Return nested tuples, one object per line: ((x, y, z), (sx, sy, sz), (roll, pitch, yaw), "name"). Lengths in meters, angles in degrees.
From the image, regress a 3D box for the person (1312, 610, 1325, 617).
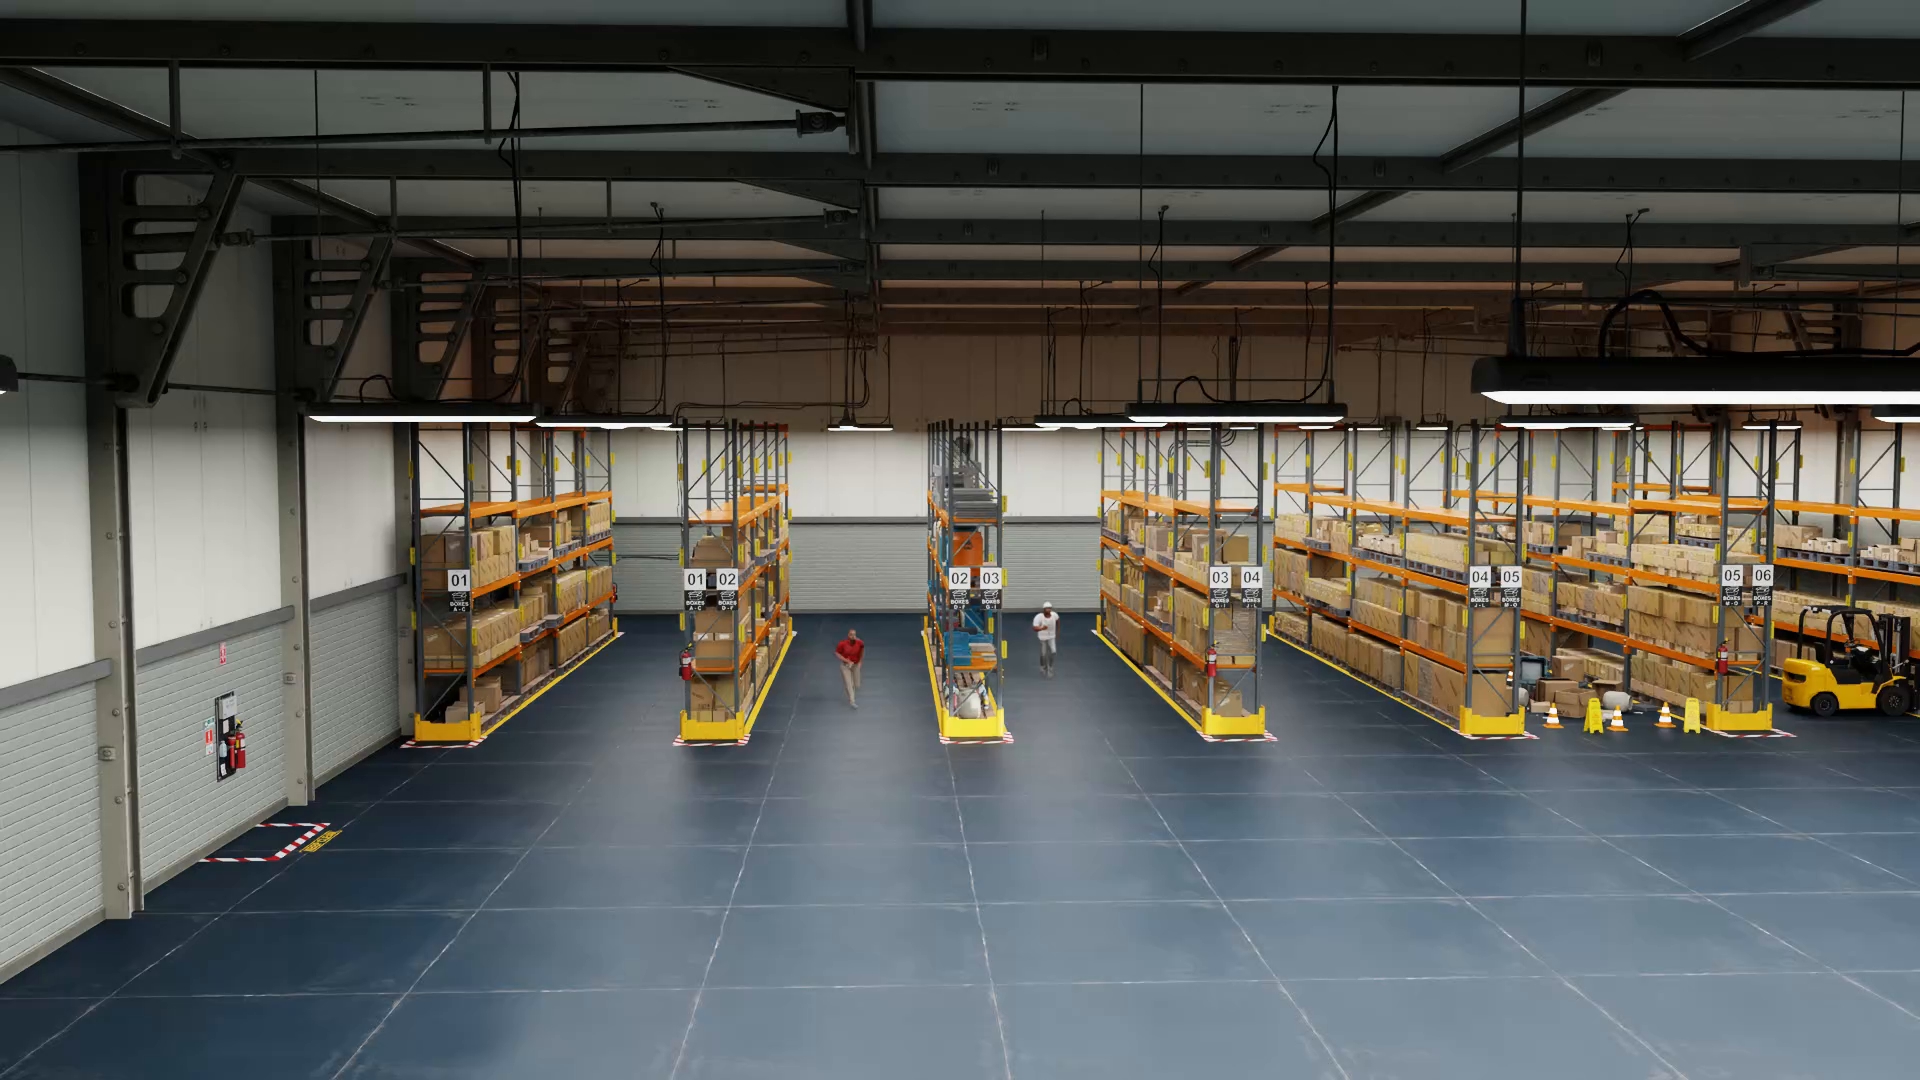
((10.491, 1.699, 49.242), (0.795, 1.751, 0.664), (-1, 4, -12), "person")

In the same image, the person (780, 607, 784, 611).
((-5.336, 1.759, 48.248), (0.680, 1.779, 0.652), (1, 4, 15), "person")

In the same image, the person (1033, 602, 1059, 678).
((2.040, 2.344, 39.162), (0.728, 1.793, 0.839), (-1, 4, -14), "person")

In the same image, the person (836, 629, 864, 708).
((-2.288, 2.673, 34.755), (0.649, 1.667, 0.743), (-1, 4, -15), "person")
